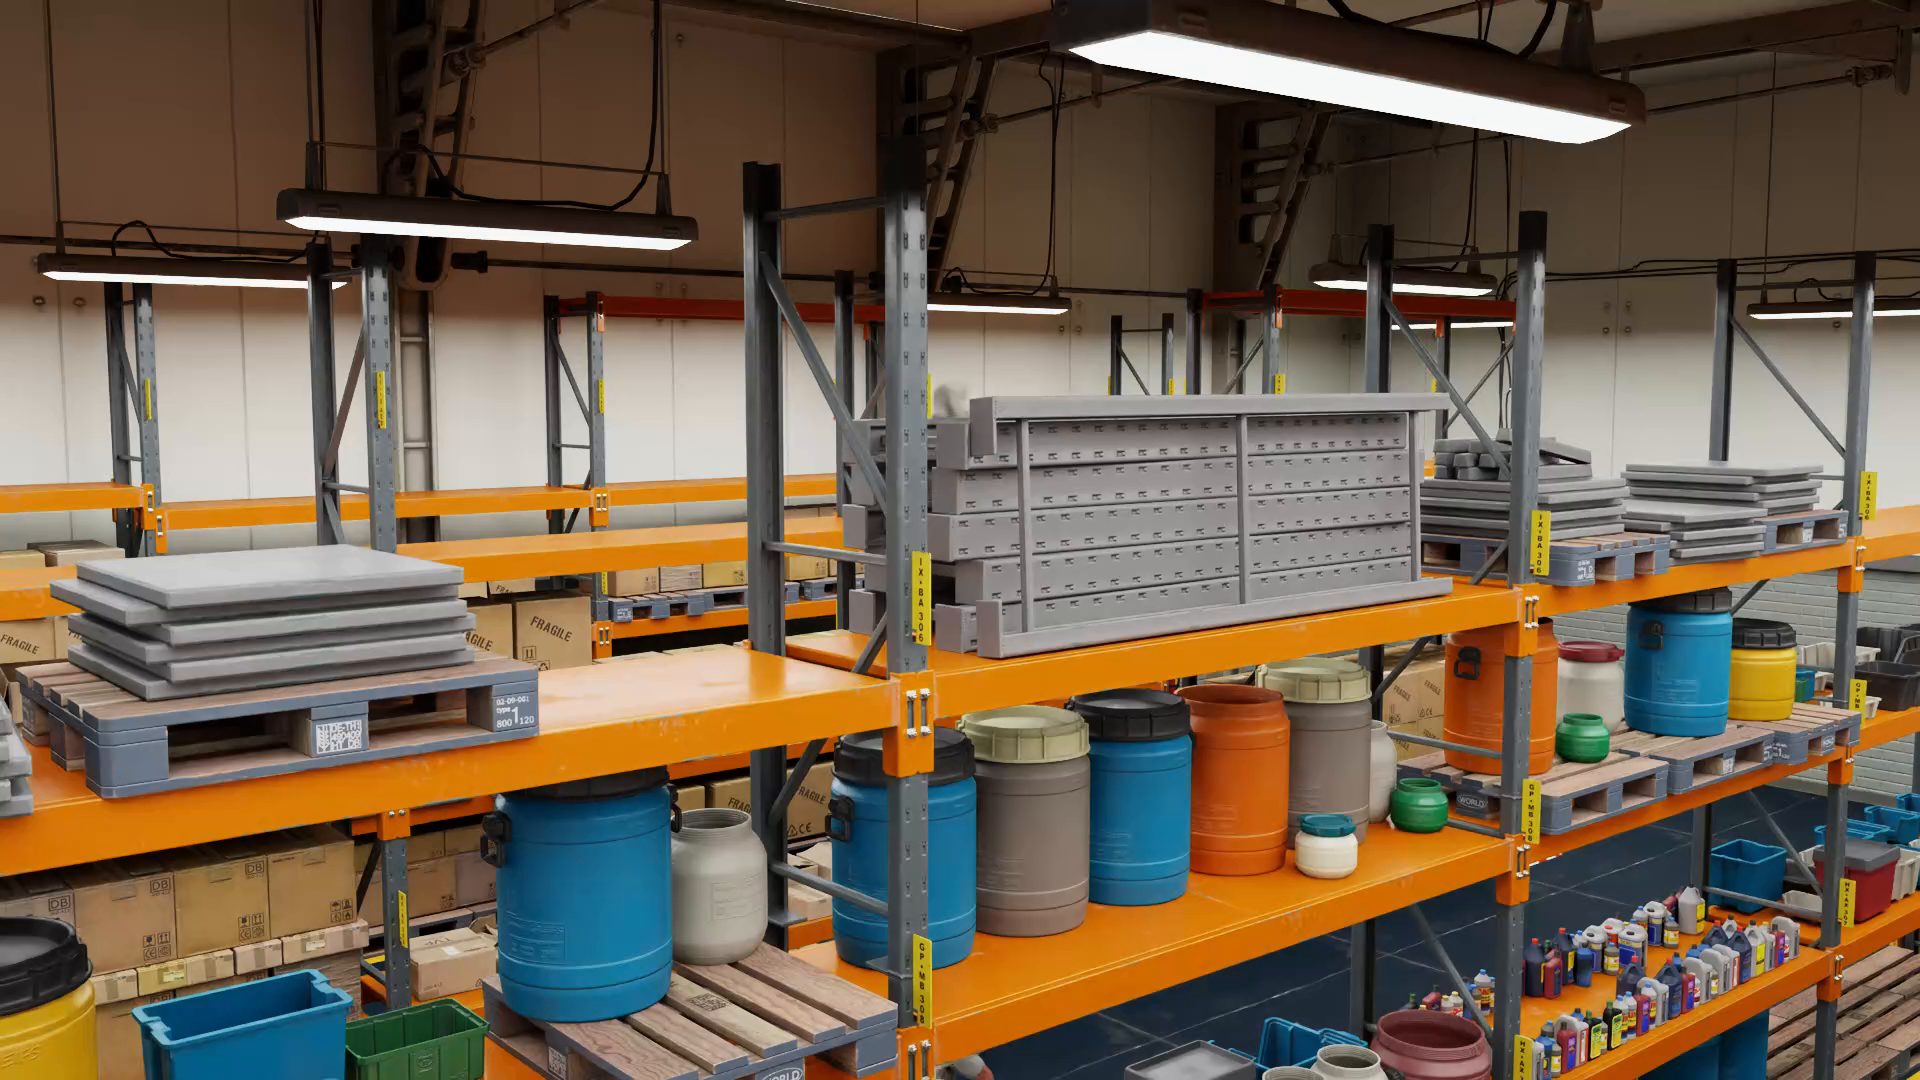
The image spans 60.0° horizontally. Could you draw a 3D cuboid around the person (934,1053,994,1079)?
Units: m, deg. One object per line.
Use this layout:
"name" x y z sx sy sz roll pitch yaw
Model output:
"person" -0.208 3.381 9.307 0.816 1.829 0.633 -5 8 -44
